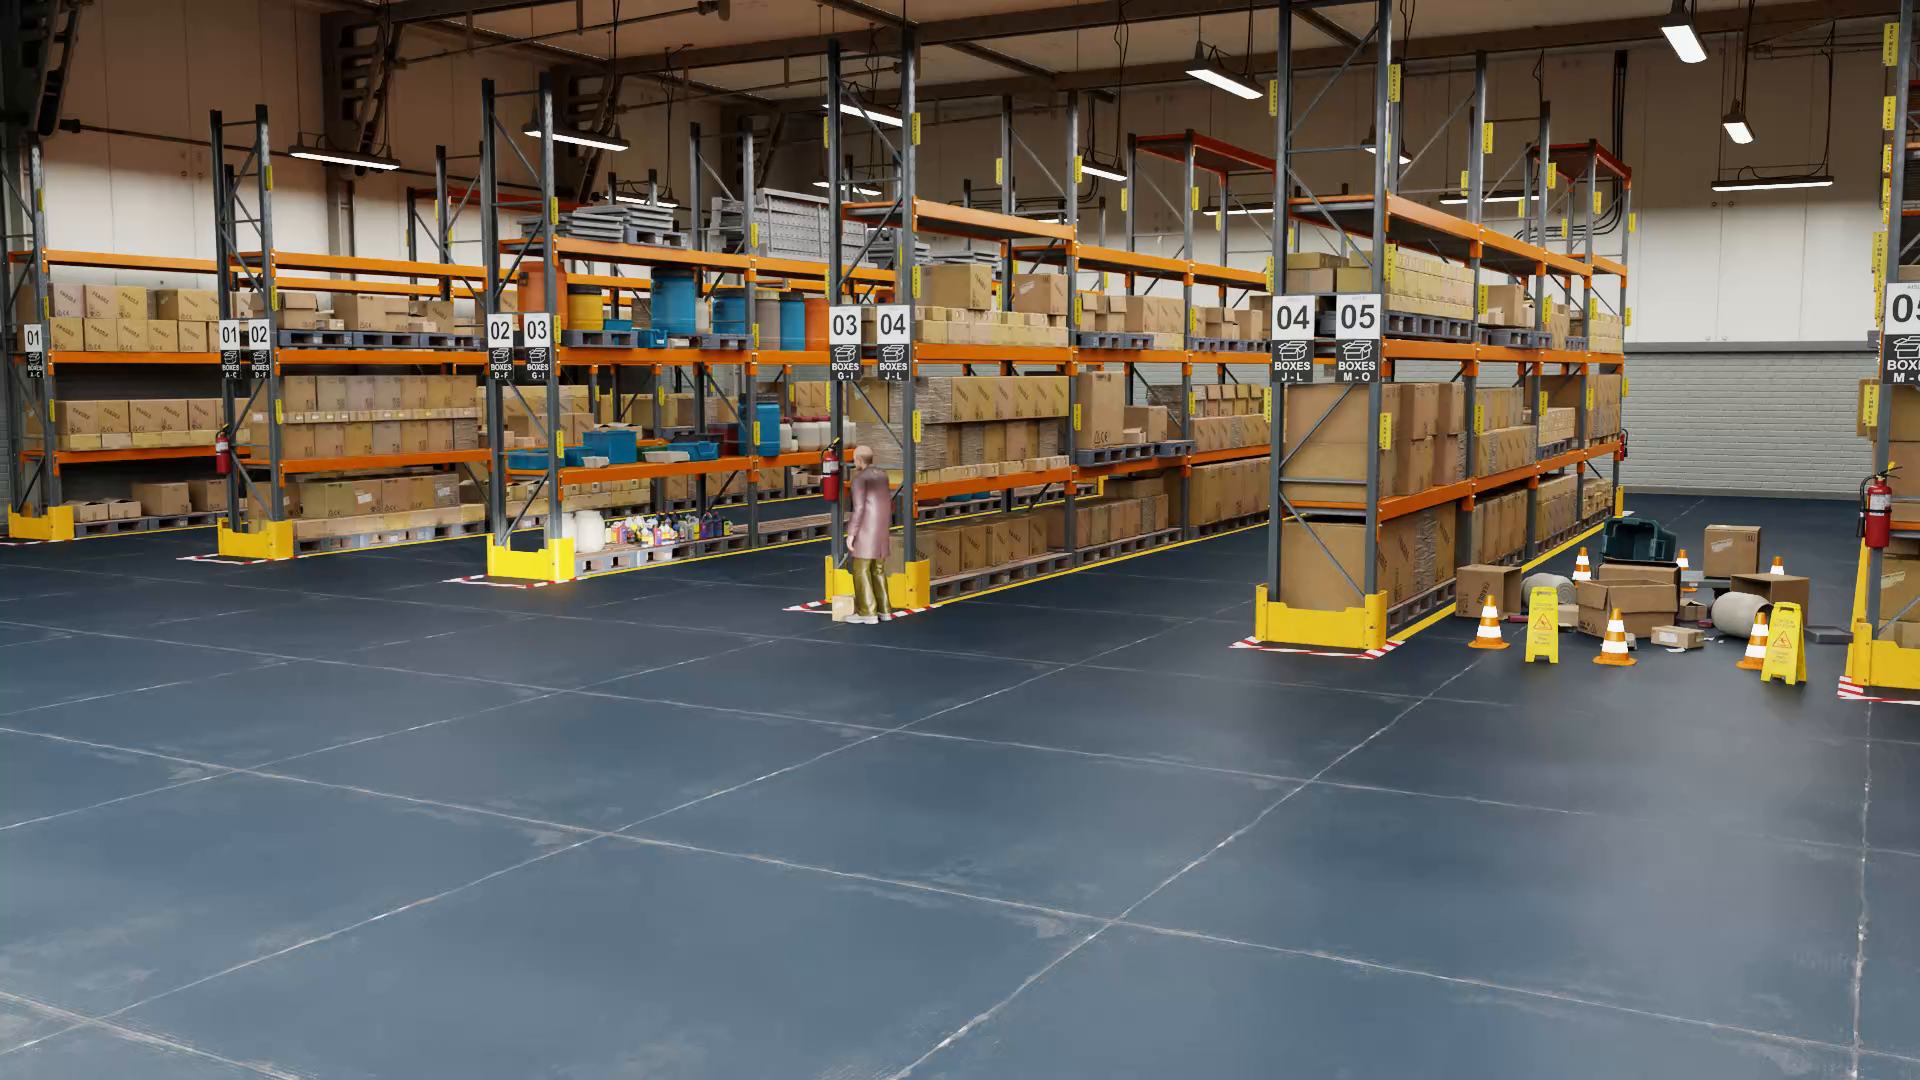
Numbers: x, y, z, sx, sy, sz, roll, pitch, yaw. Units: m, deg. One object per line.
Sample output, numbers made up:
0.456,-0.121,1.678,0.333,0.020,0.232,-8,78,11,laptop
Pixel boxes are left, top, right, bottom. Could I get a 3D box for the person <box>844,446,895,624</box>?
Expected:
-0.907,-0.059,16.652,0.428,1.773,0.643,4,7,34,person
